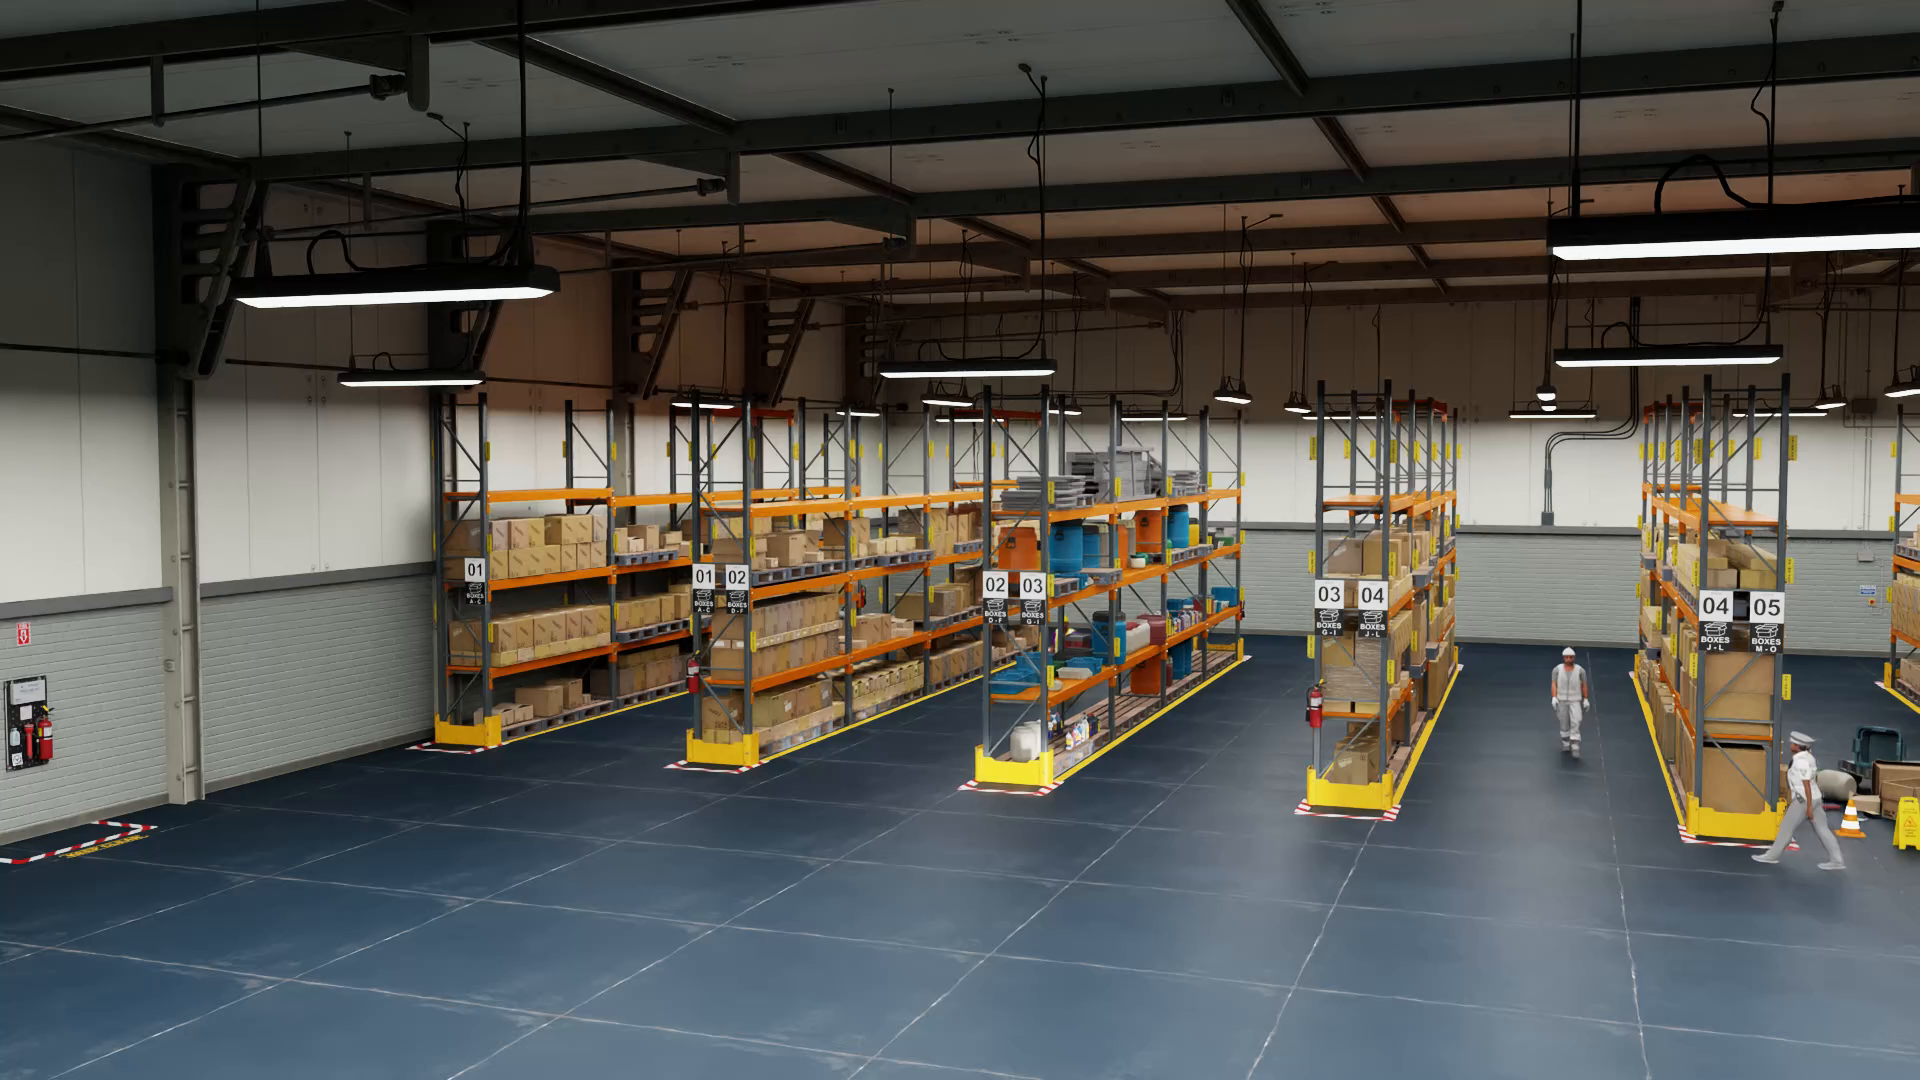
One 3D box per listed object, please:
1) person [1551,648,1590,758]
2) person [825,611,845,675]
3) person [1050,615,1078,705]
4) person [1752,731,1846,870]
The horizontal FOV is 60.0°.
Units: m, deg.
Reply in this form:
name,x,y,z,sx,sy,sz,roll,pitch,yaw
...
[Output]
name,x,y,z,sx,sy,sz,roll,pitch,yaw
person,9.998,2.645,27.272,0.587,1.742,0.926,2,3,27
person,-2.580,2.322,34.710,0.659,1.675,0.788,1,3,21
person,2.041,2.354,32.992,0.588,1.721,0.915,2,4,38
person,10.082,3.102,19.936,1.002,1.610,0.492,3,4,41
